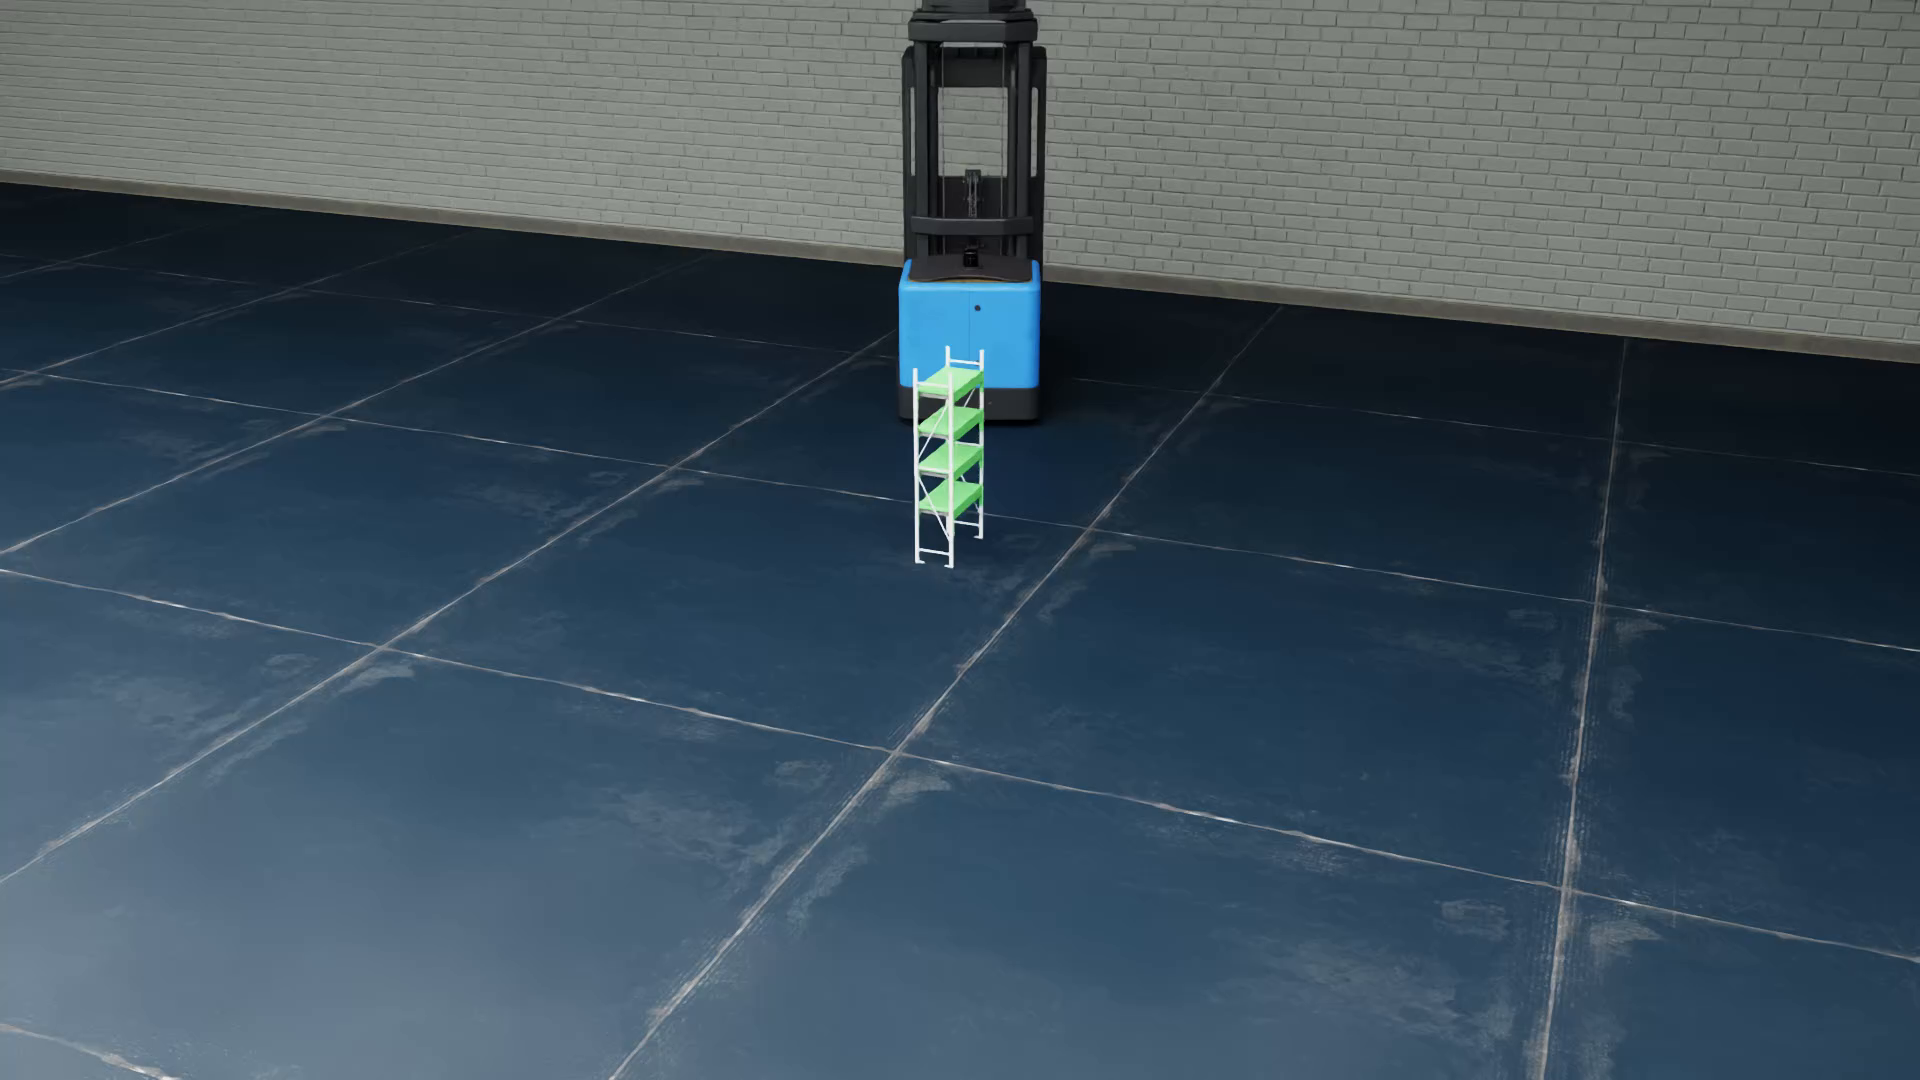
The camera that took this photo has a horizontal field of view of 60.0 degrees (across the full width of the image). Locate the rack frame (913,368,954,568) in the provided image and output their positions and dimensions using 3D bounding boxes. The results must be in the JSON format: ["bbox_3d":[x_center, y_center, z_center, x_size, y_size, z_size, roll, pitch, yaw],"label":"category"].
[{"bbox_3d":[-0.152,-0.407,9.668,0.240,1.200,0.015,9,24,20],"label":"rack frame"}]

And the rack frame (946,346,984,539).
[{"bbox_3d":[0.029,-0.582,10.086,0.240,1.200,0.015,9,24,20],"label":"rack frame"}]

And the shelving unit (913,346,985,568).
[{"bbox_3d":[-0.061,-0.494,9.877,0.258,1.200,0.503,9,24,20],"label":"shelving unit"}]

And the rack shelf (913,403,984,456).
[{"bbox_3d":[-0.061,-0.657,9.809,0.258,0.148,0.480,9,24,20],"label":"rack shelf"}]

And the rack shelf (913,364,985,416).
[{"bbox_3d":[-0.062,-0.878,9.717,0.258,0.148,0.480,9,24,20],"label":"rack shelf"}]

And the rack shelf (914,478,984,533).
[{"bbox_3d":[-0.061,-0.214,9.994,0.258,0.148,0.480,9,24,20],"label":"rack shelf"}]

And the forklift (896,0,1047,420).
[{"bbox_3d":[0.114,-2.751,13.033,1.130,2.935,3.031,1,23,2],"label":"forklift"}]

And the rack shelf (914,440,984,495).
[{"bbox_3d":[-0.061,-0.435,9.902,0.258,0.148,0.480,9,24,20],"label":"rack shelf"}]
